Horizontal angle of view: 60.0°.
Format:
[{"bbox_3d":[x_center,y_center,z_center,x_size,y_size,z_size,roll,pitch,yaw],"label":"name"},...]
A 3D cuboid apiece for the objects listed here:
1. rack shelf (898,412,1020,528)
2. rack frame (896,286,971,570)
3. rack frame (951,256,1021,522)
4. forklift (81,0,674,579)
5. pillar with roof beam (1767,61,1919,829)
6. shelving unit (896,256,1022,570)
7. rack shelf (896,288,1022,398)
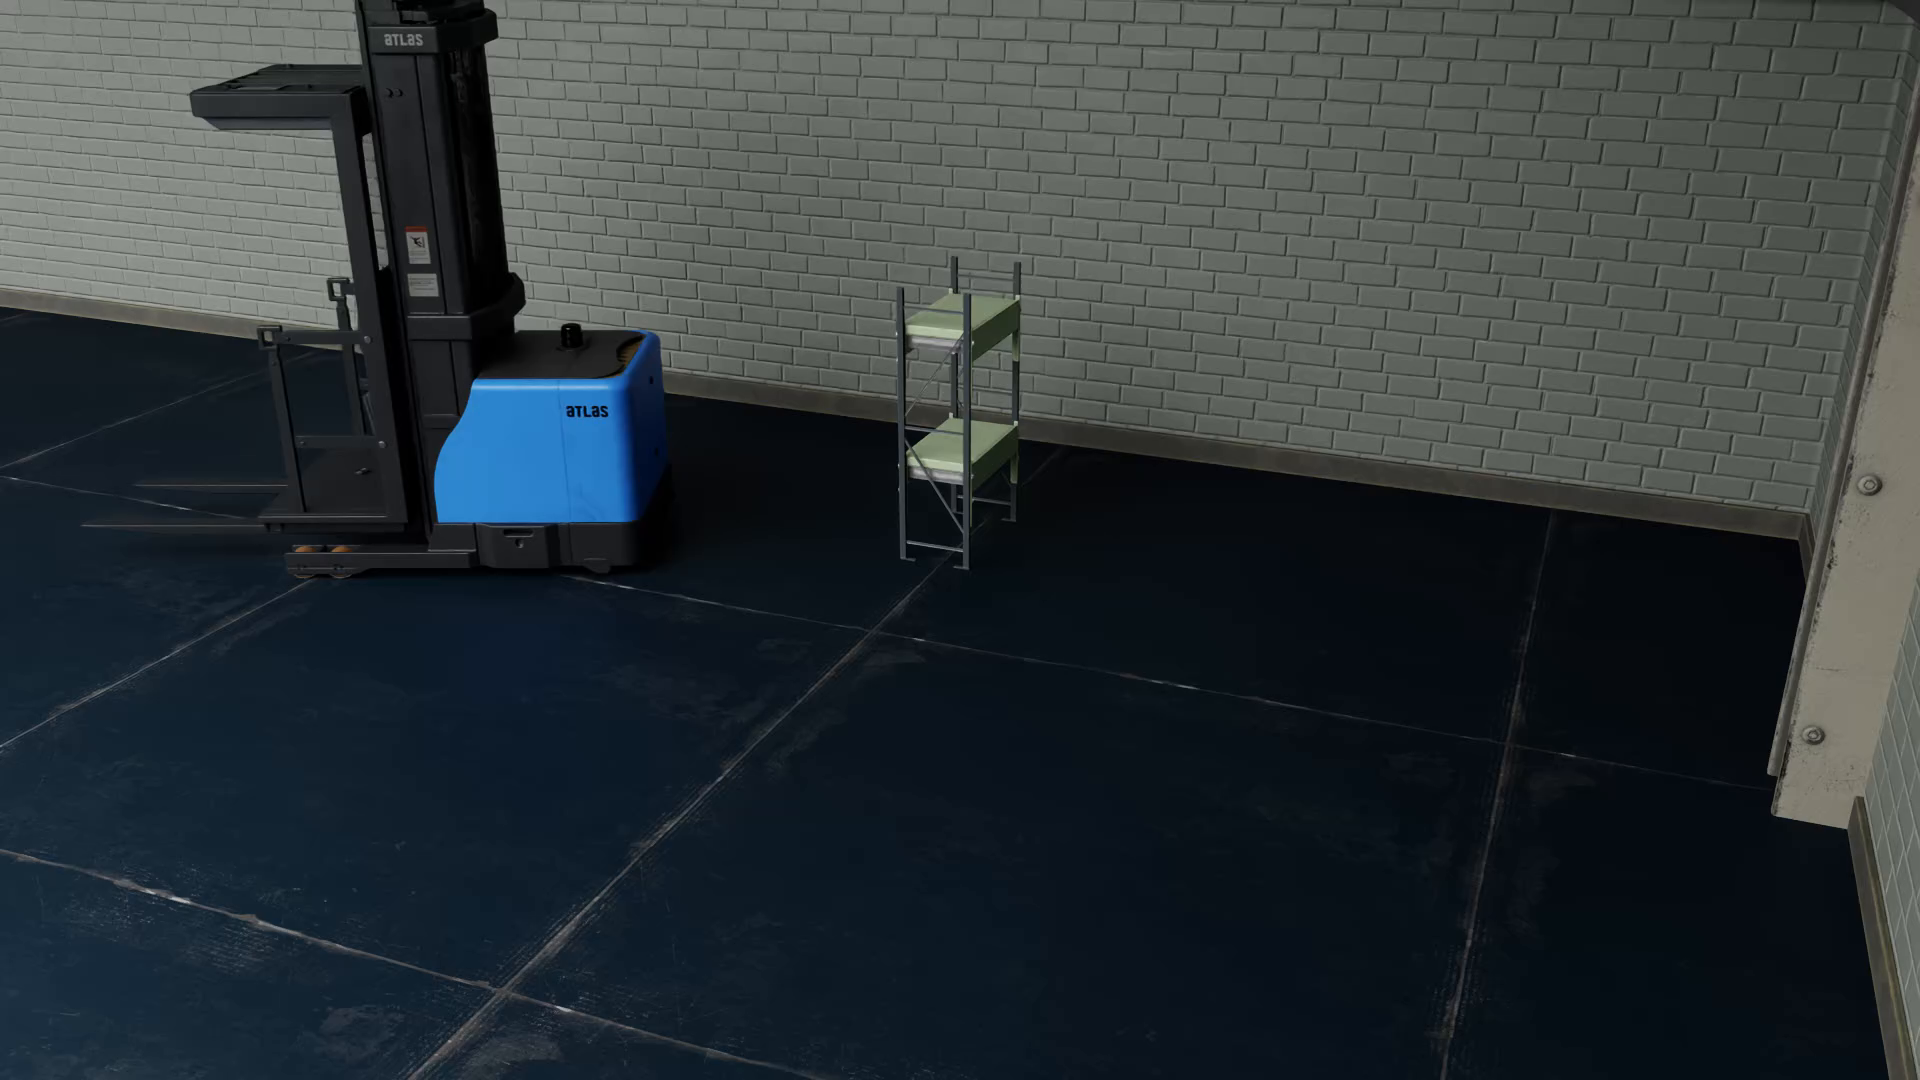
[{"bbox_3d":[0.002,-0.394,9.092,0.431,0.370,0.720,9,24,20],"label":"rack shelf"},{"bbox_3d":[-0.133,-0.563,8.653,0.400,1.500,0.023,9,24,20],"label":"rack frame"},{"bbox_3d":[0.138,-0.825,9.280,0.400,1.500,0.023,9,24,20],"label":"rack frame"},{"bbox_3d":[-3.170,-1.353,8.685,3.031,2.935,1.130,0,23,0],"label":"forklift"},{"bbox_3d":[-0.546,-3.721,6.483,9.100,9.000,0.400,9,24,20],"label":"pillar with roof beam"},{"bbox_3d":[0.002,-0.694,8.967,0.431,1.500,0.755,9,24,20],"label":"shelving unit"},{"bbox_3d":[0.002,-1.055,8.816,0.431,0.370,0.720,9,24,20],"label":"rack shelf"}]
